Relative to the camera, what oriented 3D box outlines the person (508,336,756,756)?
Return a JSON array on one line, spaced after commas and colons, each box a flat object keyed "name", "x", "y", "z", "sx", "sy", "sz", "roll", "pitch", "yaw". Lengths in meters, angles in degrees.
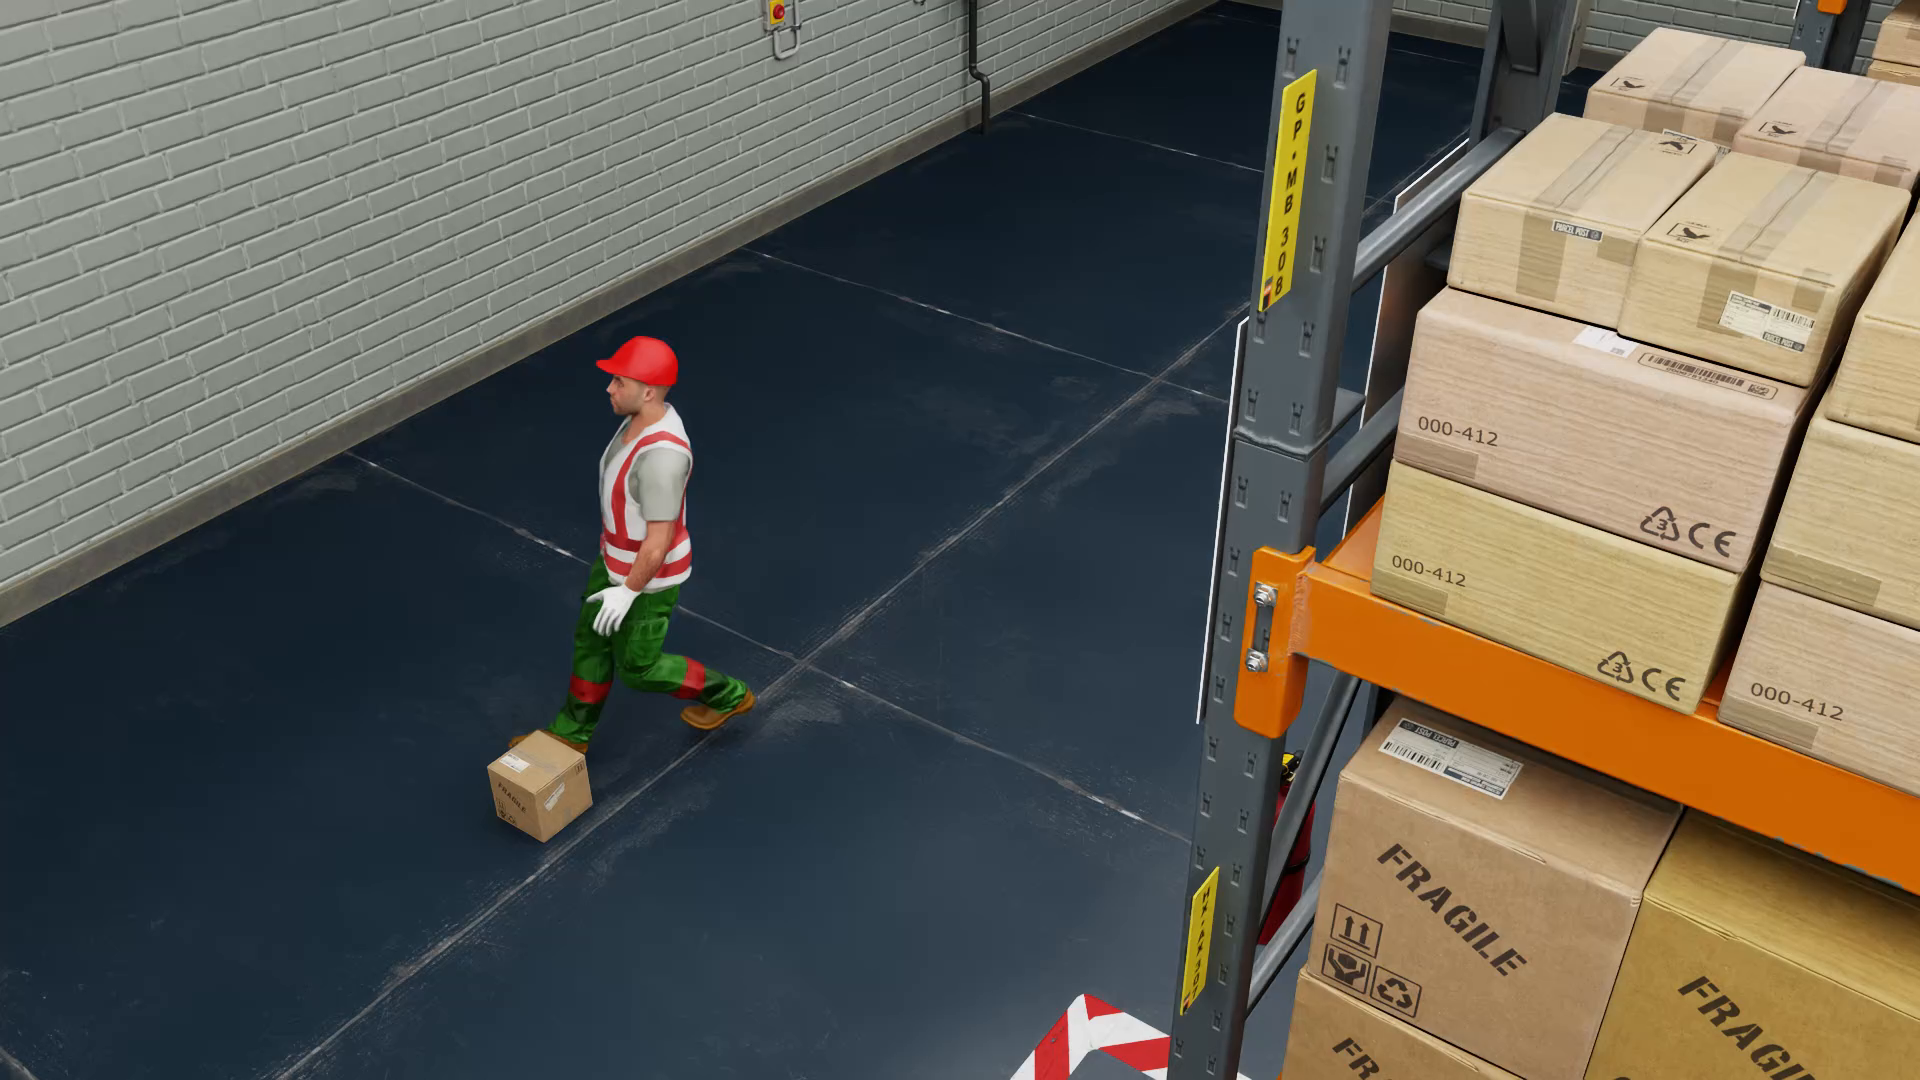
[{"name": "person", "x": -1.269, "y": 0.098, "z": 6.032, "sx": 0.945, "sy": 1.725, "sz": 0.603, "roll": -12, "pitch": 36, "yaw": -17}]
